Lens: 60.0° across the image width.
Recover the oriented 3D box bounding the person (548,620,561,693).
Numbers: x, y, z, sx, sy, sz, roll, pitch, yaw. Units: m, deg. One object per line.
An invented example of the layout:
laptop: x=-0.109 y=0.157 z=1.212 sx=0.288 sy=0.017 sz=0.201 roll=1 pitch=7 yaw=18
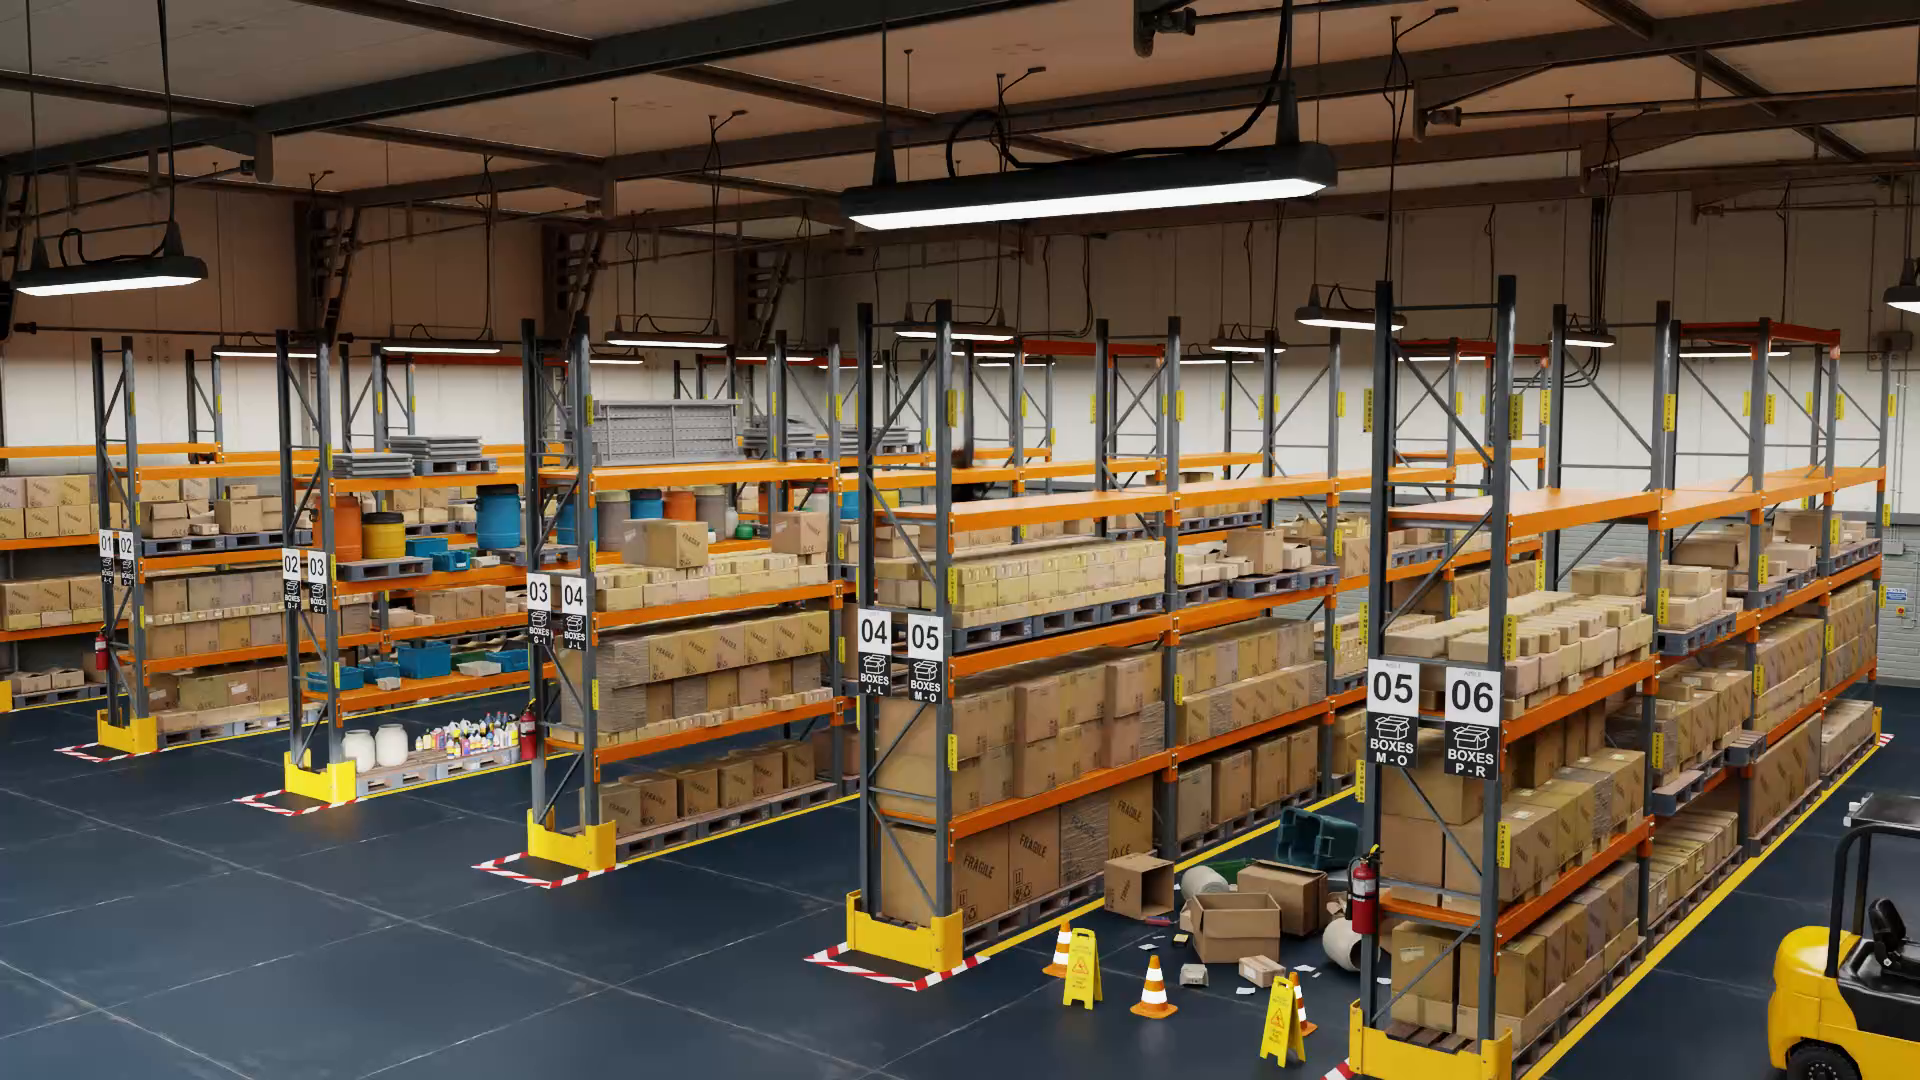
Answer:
person: x=-6.477 y=2.017 z=26.543 sx=0.634 sy=1.703 sz=0.970 roll=4 pitch=6 yaw=39

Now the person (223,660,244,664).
person: x=-11.938 y=1.918 z=27.284 sx=0.714 sy=1.742 sz=0.635 roll=4 pitch=6 yaw=35
